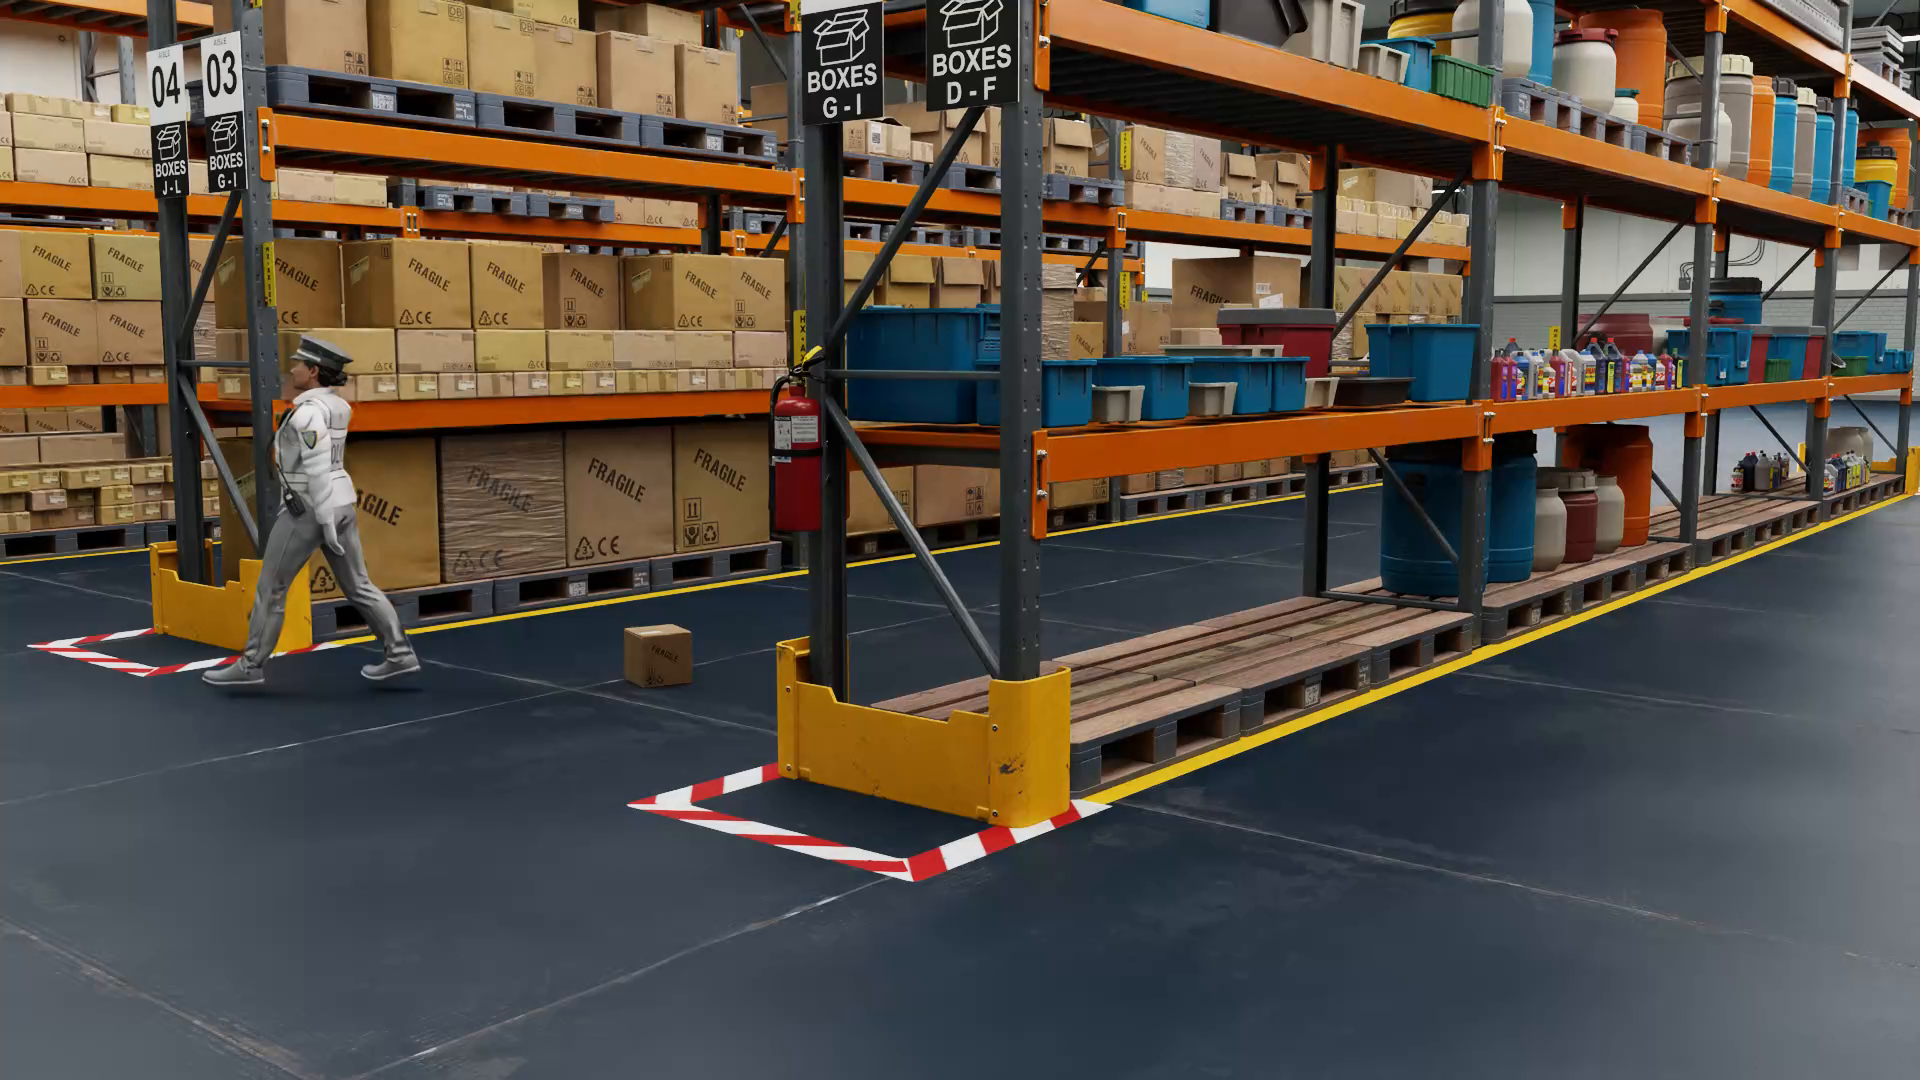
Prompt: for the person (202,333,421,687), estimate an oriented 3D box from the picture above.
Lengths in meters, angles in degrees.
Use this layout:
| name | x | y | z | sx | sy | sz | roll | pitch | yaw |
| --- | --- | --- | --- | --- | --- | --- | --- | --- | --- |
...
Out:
| name | x | y | z | sx | sy | sz | roll | pitch | yaw |
| --- | --- | --- | --- | --- | --- | --- | --- | --- | --- |
| person | -3.032 | -0.144 | 7.731 | 0.987 | 1.630 | 0.485 | 1 | 7 | 6 |
